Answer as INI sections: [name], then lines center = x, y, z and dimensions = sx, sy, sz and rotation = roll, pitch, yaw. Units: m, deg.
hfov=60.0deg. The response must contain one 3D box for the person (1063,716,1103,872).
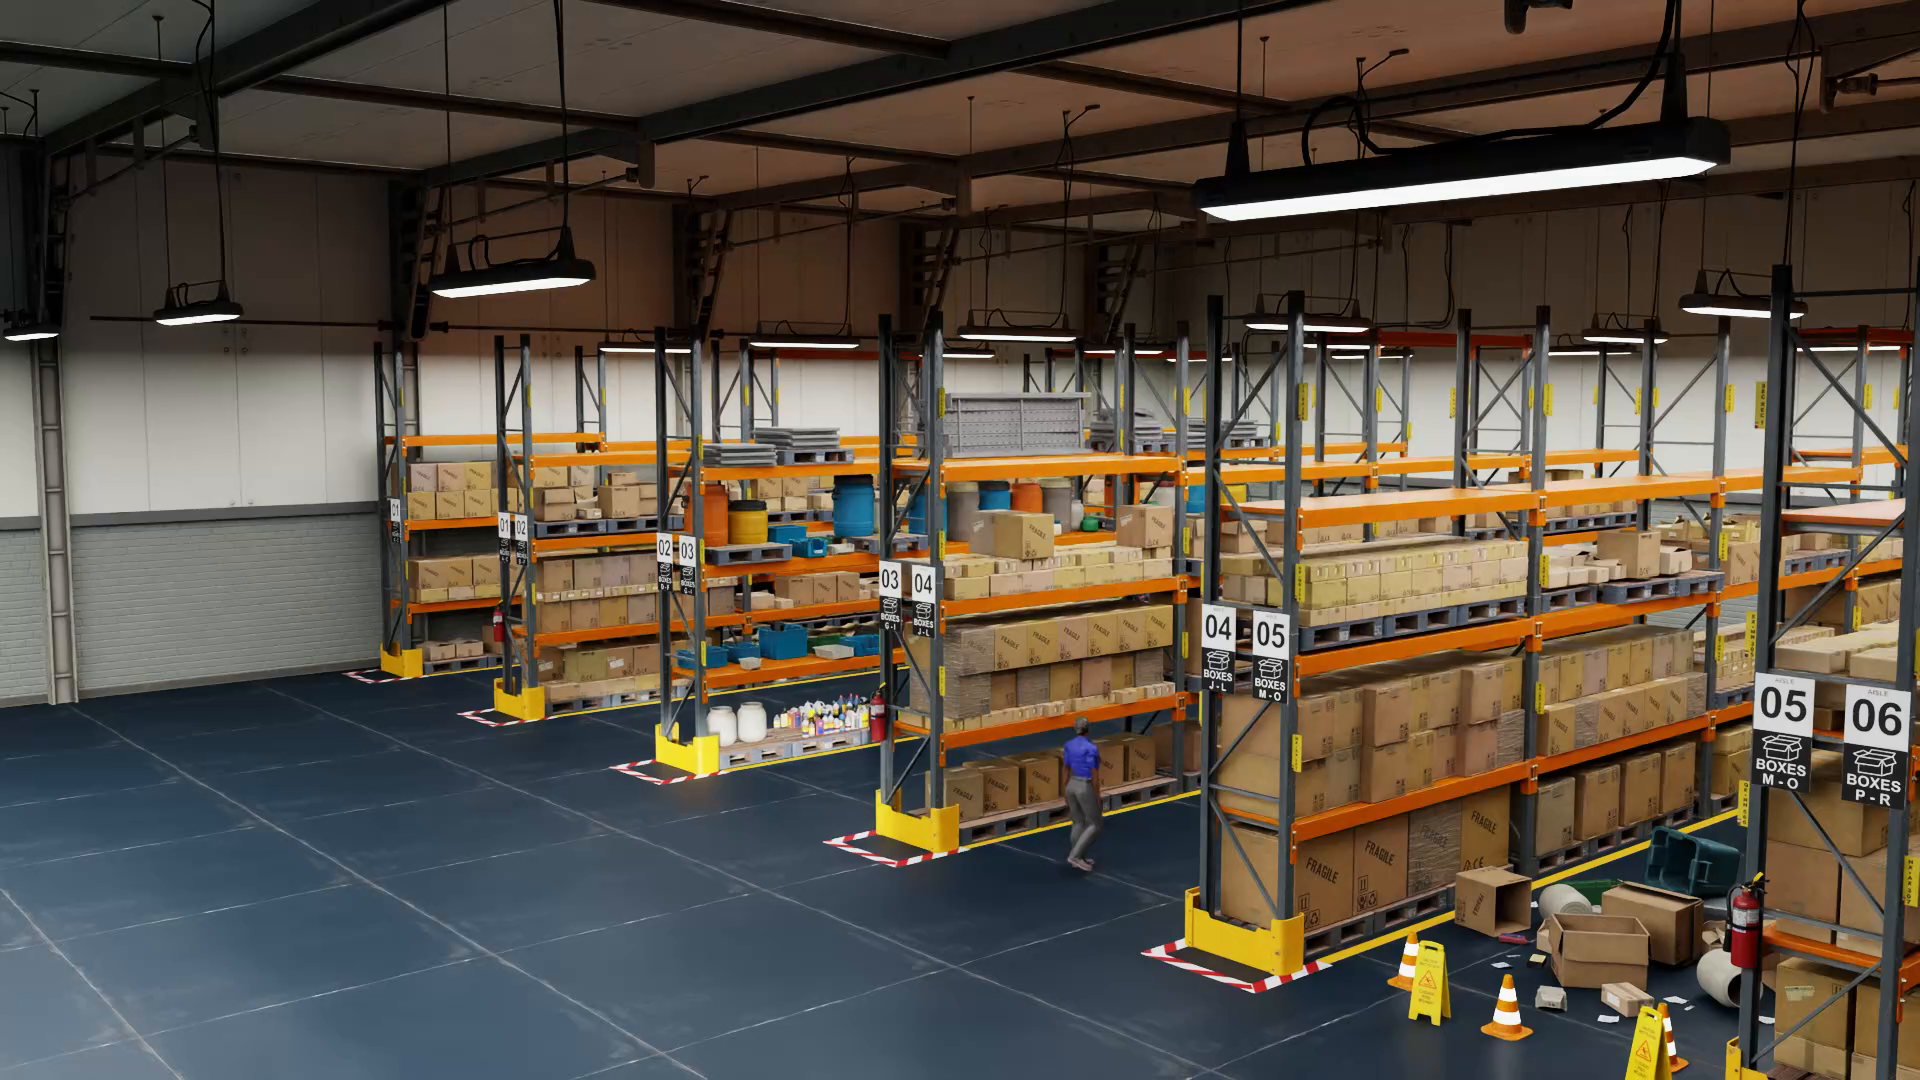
[person]
center = 1.306, 2.721, 17.861
dimensions = 0.480, 1.655, 0.497
rotation = -4, 7, -40
